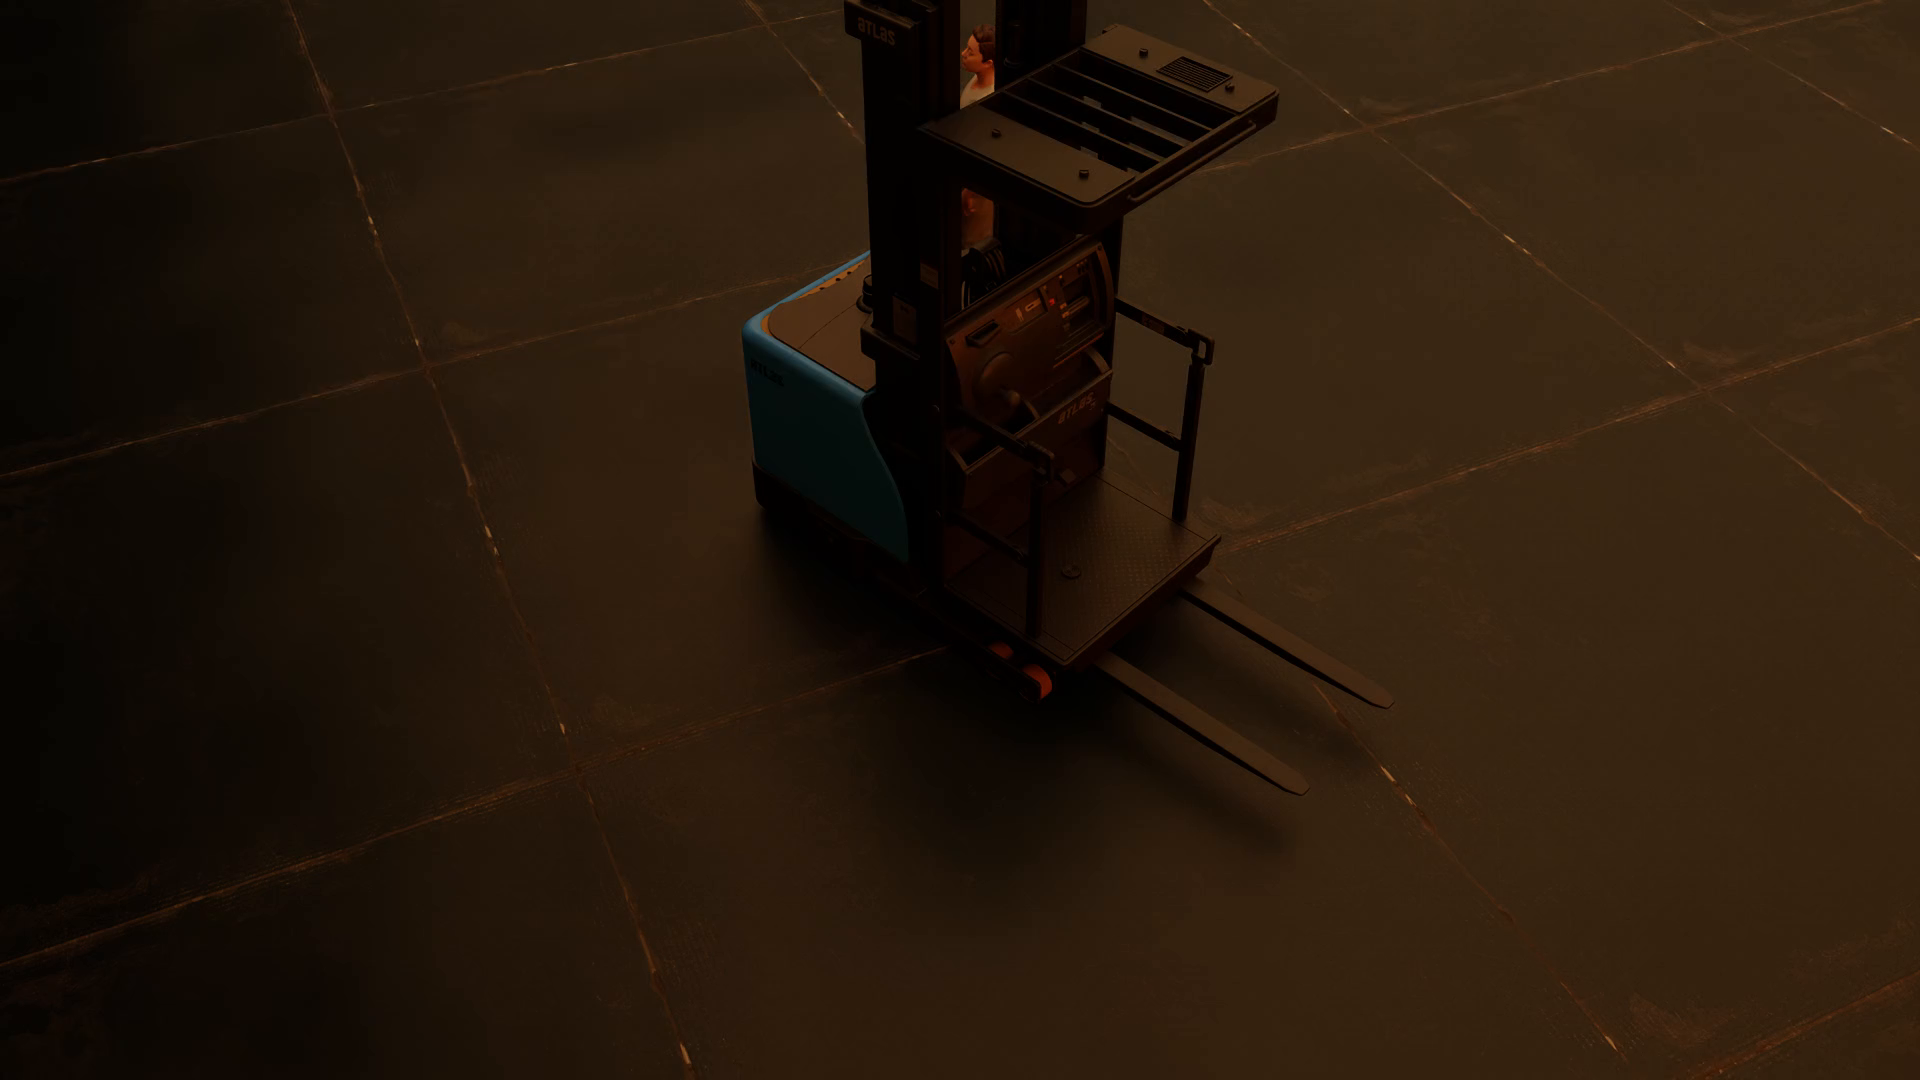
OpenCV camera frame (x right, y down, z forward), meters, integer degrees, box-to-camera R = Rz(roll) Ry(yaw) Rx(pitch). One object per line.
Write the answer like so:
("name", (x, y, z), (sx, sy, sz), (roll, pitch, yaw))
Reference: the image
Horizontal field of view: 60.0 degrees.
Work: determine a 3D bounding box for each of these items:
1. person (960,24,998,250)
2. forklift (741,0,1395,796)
("person", (0.020, -1.908, 8.634), (0.549, 1.675, 0.550), (2, 43, 2))
("forklift", (0.445, -0.788, 6.525), (3.031, 2.935, 1.130), (32, 52, 30))
